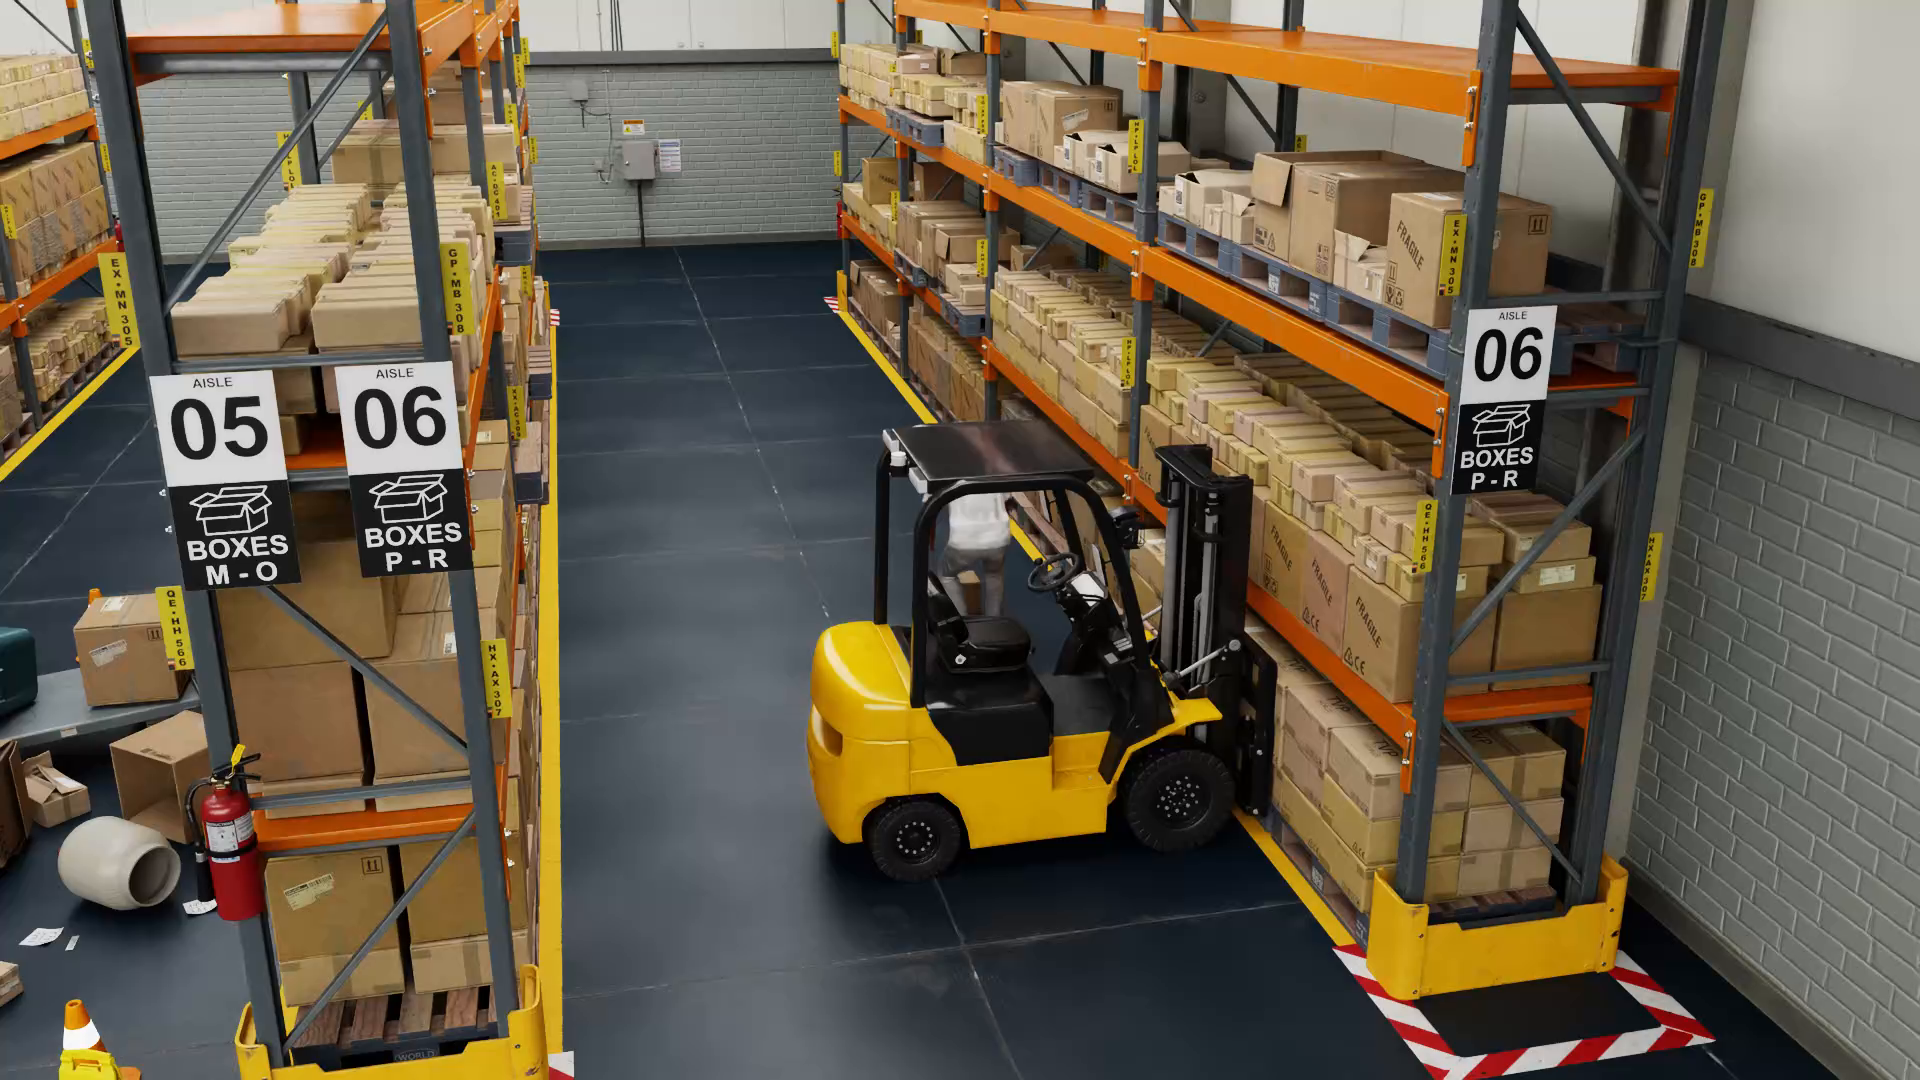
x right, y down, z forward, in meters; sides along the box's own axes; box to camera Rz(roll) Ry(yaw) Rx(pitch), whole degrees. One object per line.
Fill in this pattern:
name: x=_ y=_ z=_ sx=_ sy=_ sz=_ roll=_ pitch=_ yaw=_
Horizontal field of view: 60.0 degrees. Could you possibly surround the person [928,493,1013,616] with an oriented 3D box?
person: x=0.044 y=0.094 z=11.674 sx=0.615 sy=1.165 sz=0.856 roll=-4 pitch=20 yaw=-11
